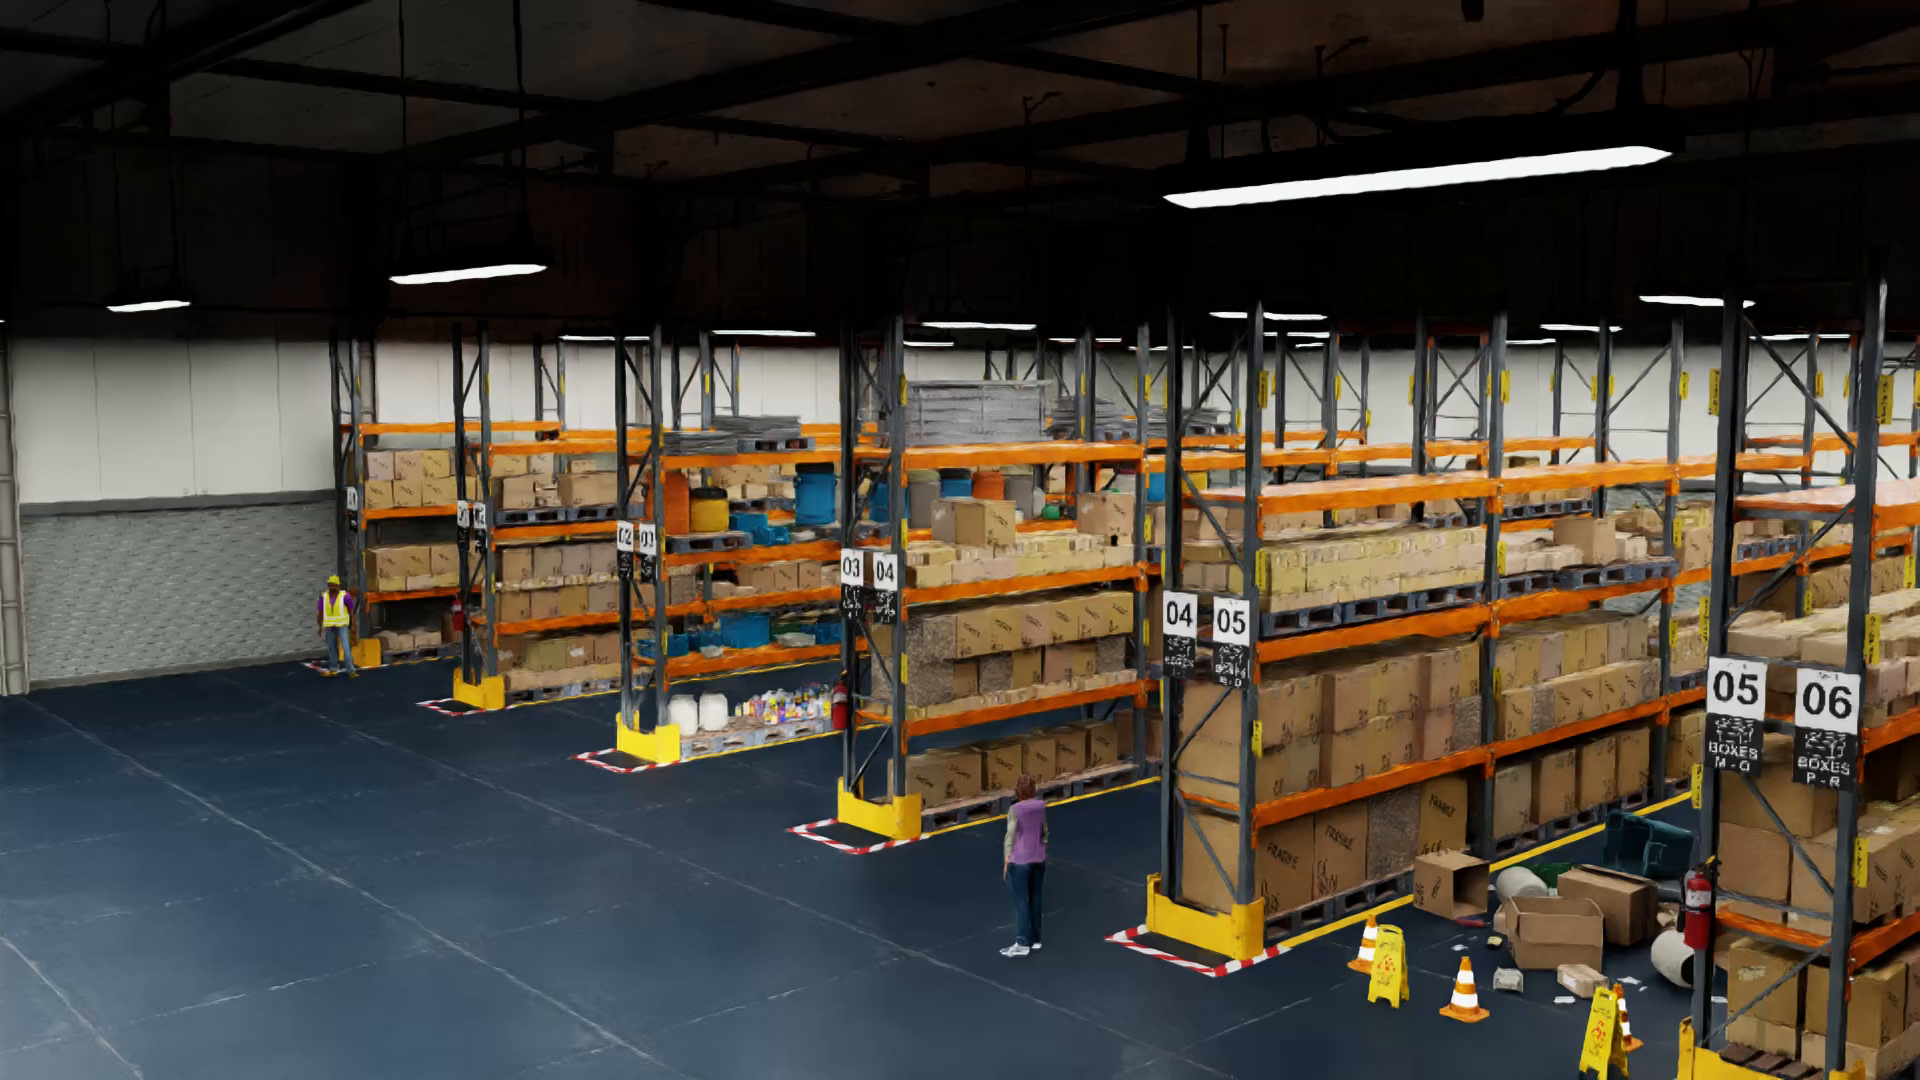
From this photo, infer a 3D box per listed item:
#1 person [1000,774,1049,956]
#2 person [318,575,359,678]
[{"bbox_3d":[0.567,2.893,14.892,0.522,1.597,0.353,-4,7,-32],"label":"person"},{"bbox_3d":[-10.622,1.472,28.401,0.744,1.755,0.567,0,6,-4],"label":"person"}]
